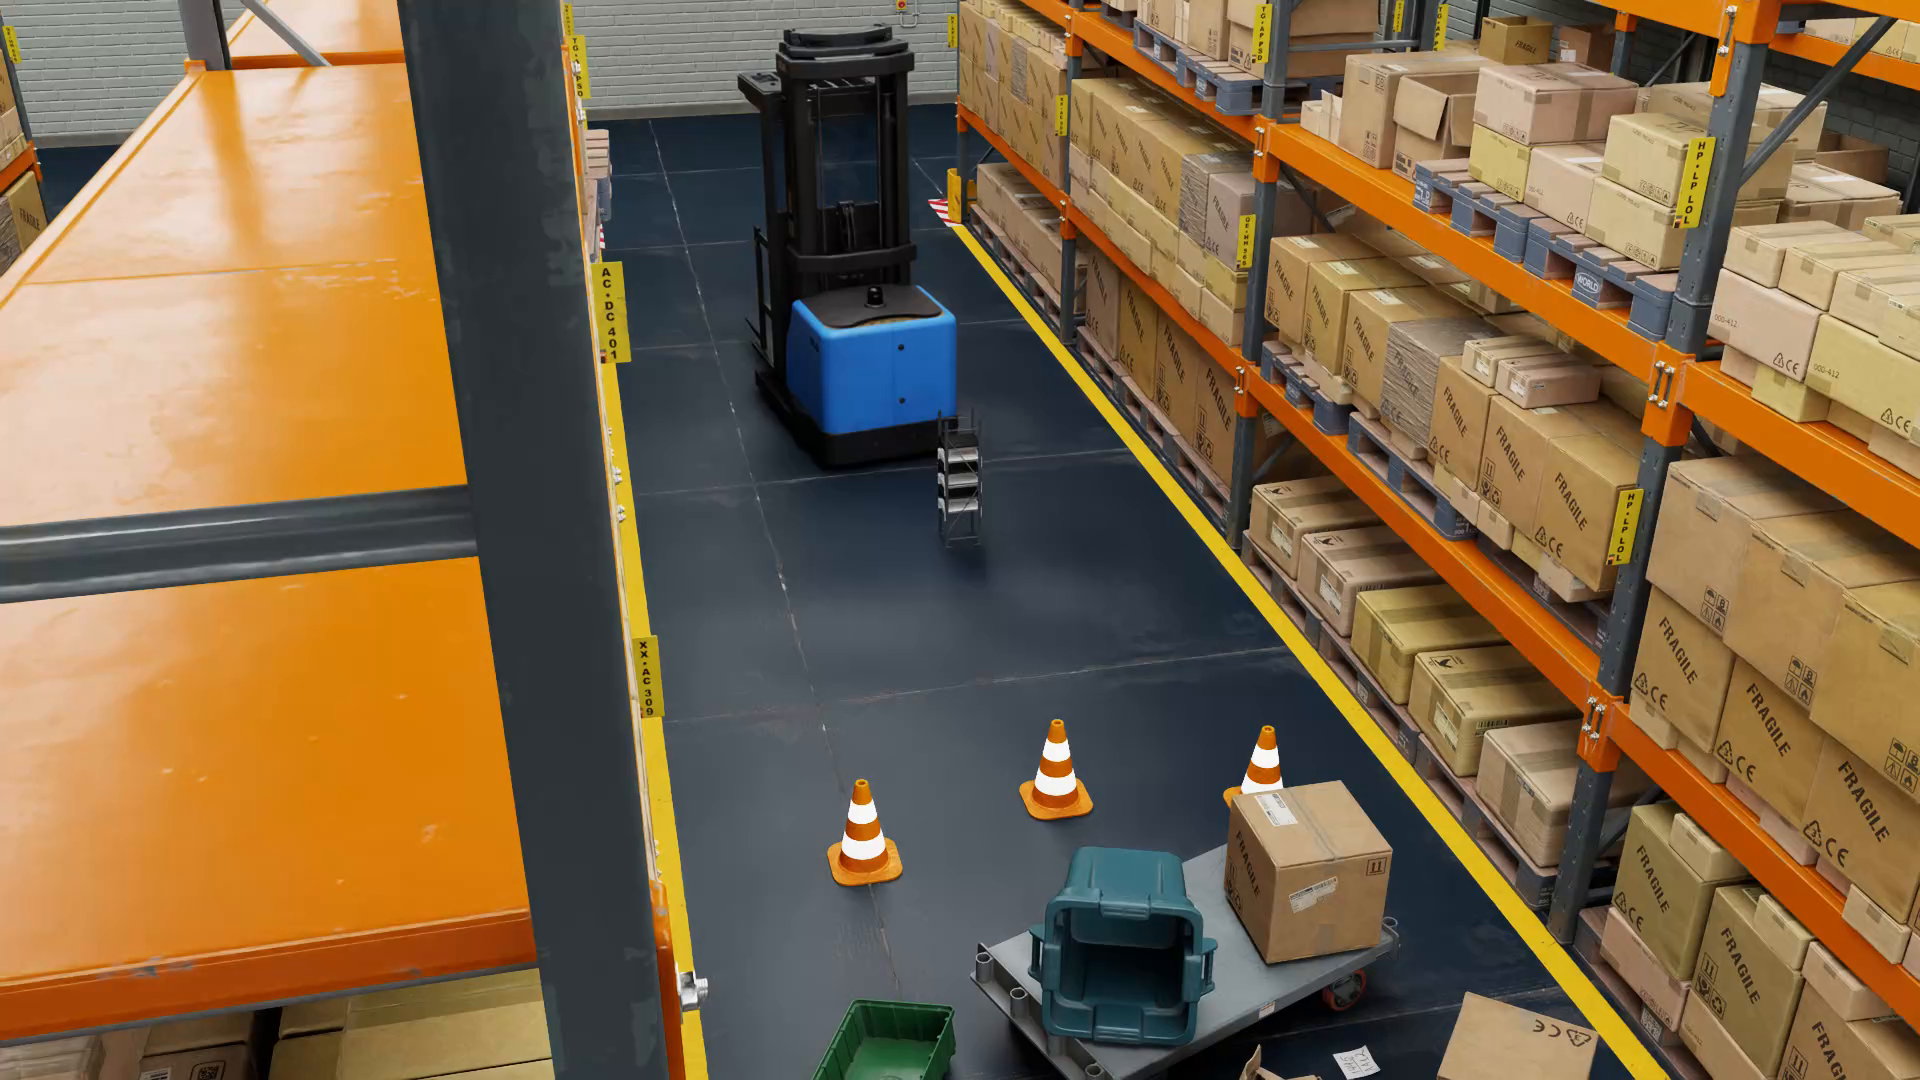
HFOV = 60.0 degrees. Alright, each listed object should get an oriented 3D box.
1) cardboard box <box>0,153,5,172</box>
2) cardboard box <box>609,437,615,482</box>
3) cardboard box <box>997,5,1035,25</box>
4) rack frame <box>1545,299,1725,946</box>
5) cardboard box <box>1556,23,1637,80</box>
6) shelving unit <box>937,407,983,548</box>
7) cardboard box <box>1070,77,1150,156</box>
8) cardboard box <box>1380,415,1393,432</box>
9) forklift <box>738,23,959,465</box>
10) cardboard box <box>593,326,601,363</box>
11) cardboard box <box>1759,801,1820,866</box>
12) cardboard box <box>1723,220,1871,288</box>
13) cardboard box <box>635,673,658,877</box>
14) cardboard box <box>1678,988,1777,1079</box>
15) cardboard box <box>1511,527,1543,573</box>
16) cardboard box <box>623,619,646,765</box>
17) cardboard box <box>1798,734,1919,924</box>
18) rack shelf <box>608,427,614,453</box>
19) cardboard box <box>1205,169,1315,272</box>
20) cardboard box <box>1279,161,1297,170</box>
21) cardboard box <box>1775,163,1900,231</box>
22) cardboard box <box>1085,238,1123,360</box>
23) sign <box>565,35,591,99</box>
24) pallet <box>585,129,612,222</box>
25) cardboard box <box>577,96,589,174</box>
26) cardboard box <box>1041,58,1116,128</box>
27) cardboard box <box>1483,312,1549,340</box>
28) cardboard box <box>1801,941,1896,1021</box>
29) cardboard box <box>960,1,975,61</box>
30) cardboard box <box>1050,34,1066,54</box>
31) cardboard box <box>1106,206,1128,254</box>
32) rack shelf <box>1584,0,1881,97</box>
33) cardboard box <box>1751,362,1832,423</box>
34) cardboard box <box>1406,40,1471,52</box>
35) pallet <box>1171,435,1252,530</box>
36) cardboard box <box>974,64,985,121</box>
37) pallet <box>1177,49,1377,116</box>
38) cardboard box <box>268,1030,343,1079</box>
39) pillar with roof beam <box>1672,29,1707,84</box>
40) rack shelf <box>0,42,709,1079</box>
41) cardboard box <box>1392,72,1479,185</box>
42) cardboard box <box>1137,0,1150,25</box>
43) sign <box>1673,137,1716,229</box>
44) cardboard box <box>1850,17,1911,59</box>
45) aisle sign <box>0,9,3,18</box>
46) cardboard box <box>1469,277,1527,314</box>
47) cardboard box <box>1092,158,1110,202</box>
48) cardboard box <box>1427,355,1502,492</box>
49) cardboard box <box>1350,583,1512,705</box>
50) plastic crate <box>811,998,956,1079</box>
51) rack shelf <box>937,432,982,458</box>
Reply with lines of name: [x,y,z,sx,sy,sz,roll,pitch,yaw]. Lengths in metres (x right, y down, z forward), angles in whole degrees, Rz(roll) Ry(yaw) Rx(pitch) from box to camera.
cardboard box: [-8.616,-3.282,14.549,0.380,0.149,0.250,-5,27,-11]
cardboard box: [-1.118,-0.151,4.439,0.380,0.149,0.250,-6,27,-11]
cardboard box: [0.555,-4.884,15.503,0.380,0.149,0.250,-6,27,-11]
rack frame: [3.171,0.410,6.955,1.000,3.000,0.127,-6,27,-12]
cardboard box: [6.127,-4.689,16.062,0.500,0.500,0.500,-7,28,-13]
shelving unit: [-0.002,-0.405,10.901,0.258,0.900,0.210,-6,27,-12]
cardboard box: [1.188,-3.371,13.225,0.500,0.500,0.500,-6,27,-11]
cardboard box: [2.484,-0.667,8.901,0.380,0.149,0.250,-5,27,-10]
forklift: [-1.014,-2.491,12.779,1.130,2.935,3.031,-10,28,-19]
cardboard box: [-1.067,-0.399,4.046,0.380,0.149,0.250,-5,27,-11]
cardboard box: [3.149,1.024,6.017,0.380,0.149,0.250,-5,27,-10]
cardboard box: [2.924,-1.001,5.817,0.380,0.149,0.250,-6,27,-13]
cardboard box: [-1.342,0.803,4.811,0.875,0.550,0.550,-6,27,-12]
cardboard box: [3.173,1.970,6.451,0.500,0.250,0.500,-4,27,-9]
cardboard box: [2.744,0.019,7.542,0.380,0.149,0.250,-7,28,-13]
cardboard box: [-0.720,0.273,2.715,0.380,0.149,0.250,-6,27,-12]
cardboard box: [3.235,0.894,5.556,0.500,0.500,0.500,-6,27,-12]
rack shelf: [-2.981,-1.356,11.252,1.077,0.370,4.000,-6,27,-12]
cardboard box: [1.899,-2.037,10.583,0.500,0.500,0.500,-7,28,-13]
cardboard box: [2.276,-2.295,11.094,0.500,0.500,0.500,-6,27,-11]
cardboard box: [3.430,-1.347,6.807,0.500,0.250,0.500,-7,28,-13]
cardboard box: [1.586,-2.077,13.774,0.875,0.875,0.875,-5,27,-10]
sign: [-1.987,-2.457,8.645,0.100,0.325,0.005,-6,27,-12]
pallet: [-2.333,-1.776,8.168,1.213,0.211,1.003,-5,27,-9]
cardboard box: [-2.002,-1.902,7.729,0.500,0.311,0.500,-6,27,-12]
cardboard box: [0.993,-3.772,14.020,0.500,0.500,0.500,-6,27,-12]
cardboard box: [3.007,-0.853,8.549,0.500,0.500,0.500,-7,28,-14]
cardboard box: [3.192,1.516,5.796,0.380,0.149,0.250,-4,27,-9]
cardboard box: [0.298,-5.109,16.670,0.500,0.500,0.500,-7,28,-13]
cardboard box: [0.989,-4.223,14.193,0.380,0.149,0.250,-6,27,-12]
cardboard box: [1.429,-2.361,12.613,0.500,0.250,0.500,-6,27,-12]
rack shelf: [2.721,-2.646,7.595,1.077,0.370,4.000,-6,27,-12]
cardboard box: [3.005,-0.534,5.776,0.380,0.149,0.250,-6,27,-12]
cardboard box: [5.142,-5.203,17.912,0.500,0.250,0.500,-6,27,-11]
pallet: [2.166,-0.455,11.763,1.003,0.211,1.213,-6,27,-12]
cardboard box: [0.437,-4.444,16.460,0.500,0.500,0.500,-6,27,-12]
pallet: [2.073,-2.878,10.350,1.213,0.211,1.003,-5,27,-9]
cardboard box: [-0.586,0.838,2.037,0.500,0.250,0.500,-6,27,-12]
pillar with roof beam: [2.731,-6.246,13.484,9.100,9.000,0.400,-6,27,-12]
rack shelf: [-1.178,-0.343,3.032,1.077,0.370,4.000,-6,27,-12]
cardboard box: [2.642,-2.064,8.414,0.797,0.503,0.637,-6,27,-12]
cardboard box: [1.439,-3.731,11.513,0.396,0.266,0.258,-4,27,-7]
sign: [2.631,-1.278,5.959,0.100,0.325,0.005,-6,27,-12]
cardboard box: [6.639,-3.545,11.629,0.500,0.250,0.500,-6,27,-11]
aisle sign: [-8.912,-5.074,14.936,0.394,0.787,0.004,-6,27,-12]
cardboard box: [2.914,-1.311,8.738,0.380,0.149,0.250,-7,28,-14]
cardboard box: [1.338,-2.810,12.947,0.500,0.250,0.500,-6,27,-11]
cardboard box: [2.620,-0.579,8.008,0.500,0.500,0.500,-5,27,-10]
cardboard box: [2.727,0.545,9.137,0.950,0.372,0.625,-5,27,-10]
plastic crate: [-0.313,2.130,6.604,0.450,0.188,0.662,-2,25,20]
rack shelf: [-0.002,-0.617,10.794,0.258,0.077,0.200,-6,27,-12]
